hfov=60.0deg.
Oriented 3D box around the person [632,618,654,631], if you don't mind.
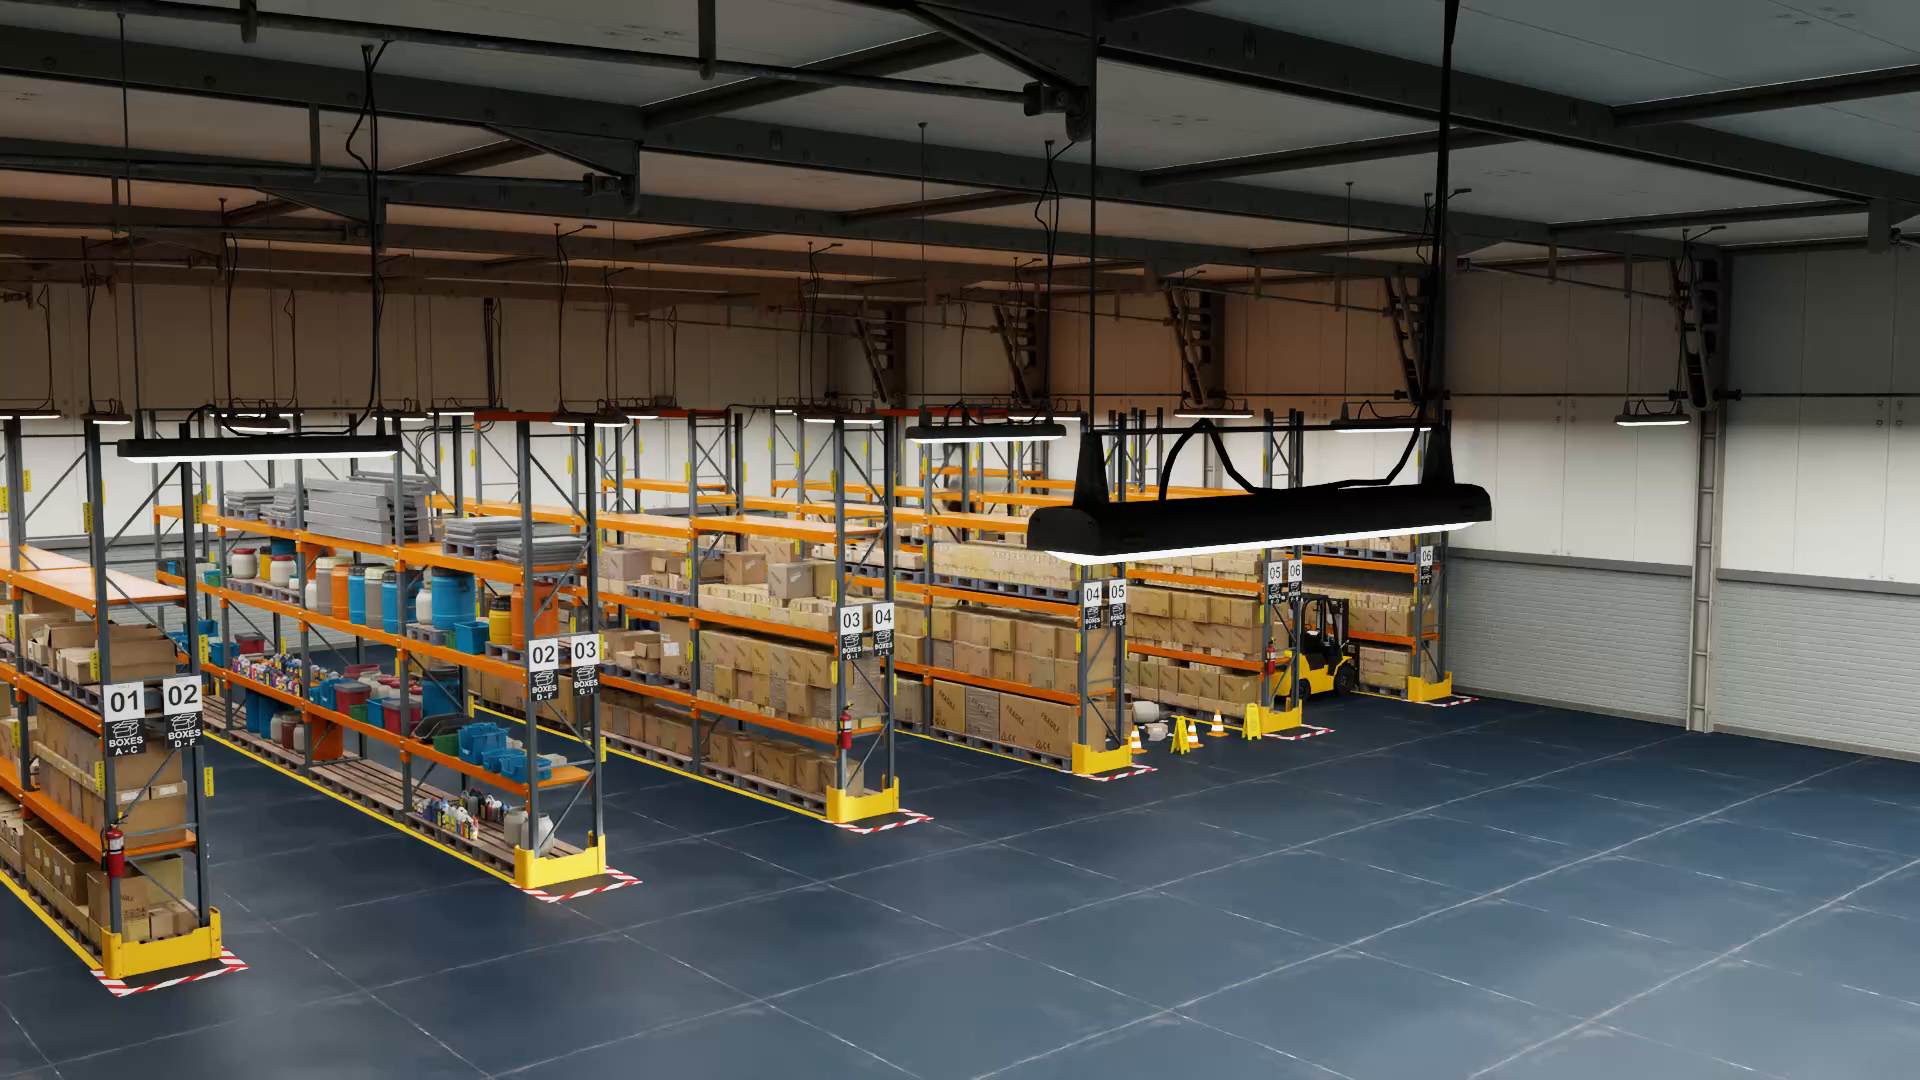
[{"bbox_3d":[-7.837,2.311,41.324,0.833,0.867,0.418,-1,5,-7],"label":"person"}]
